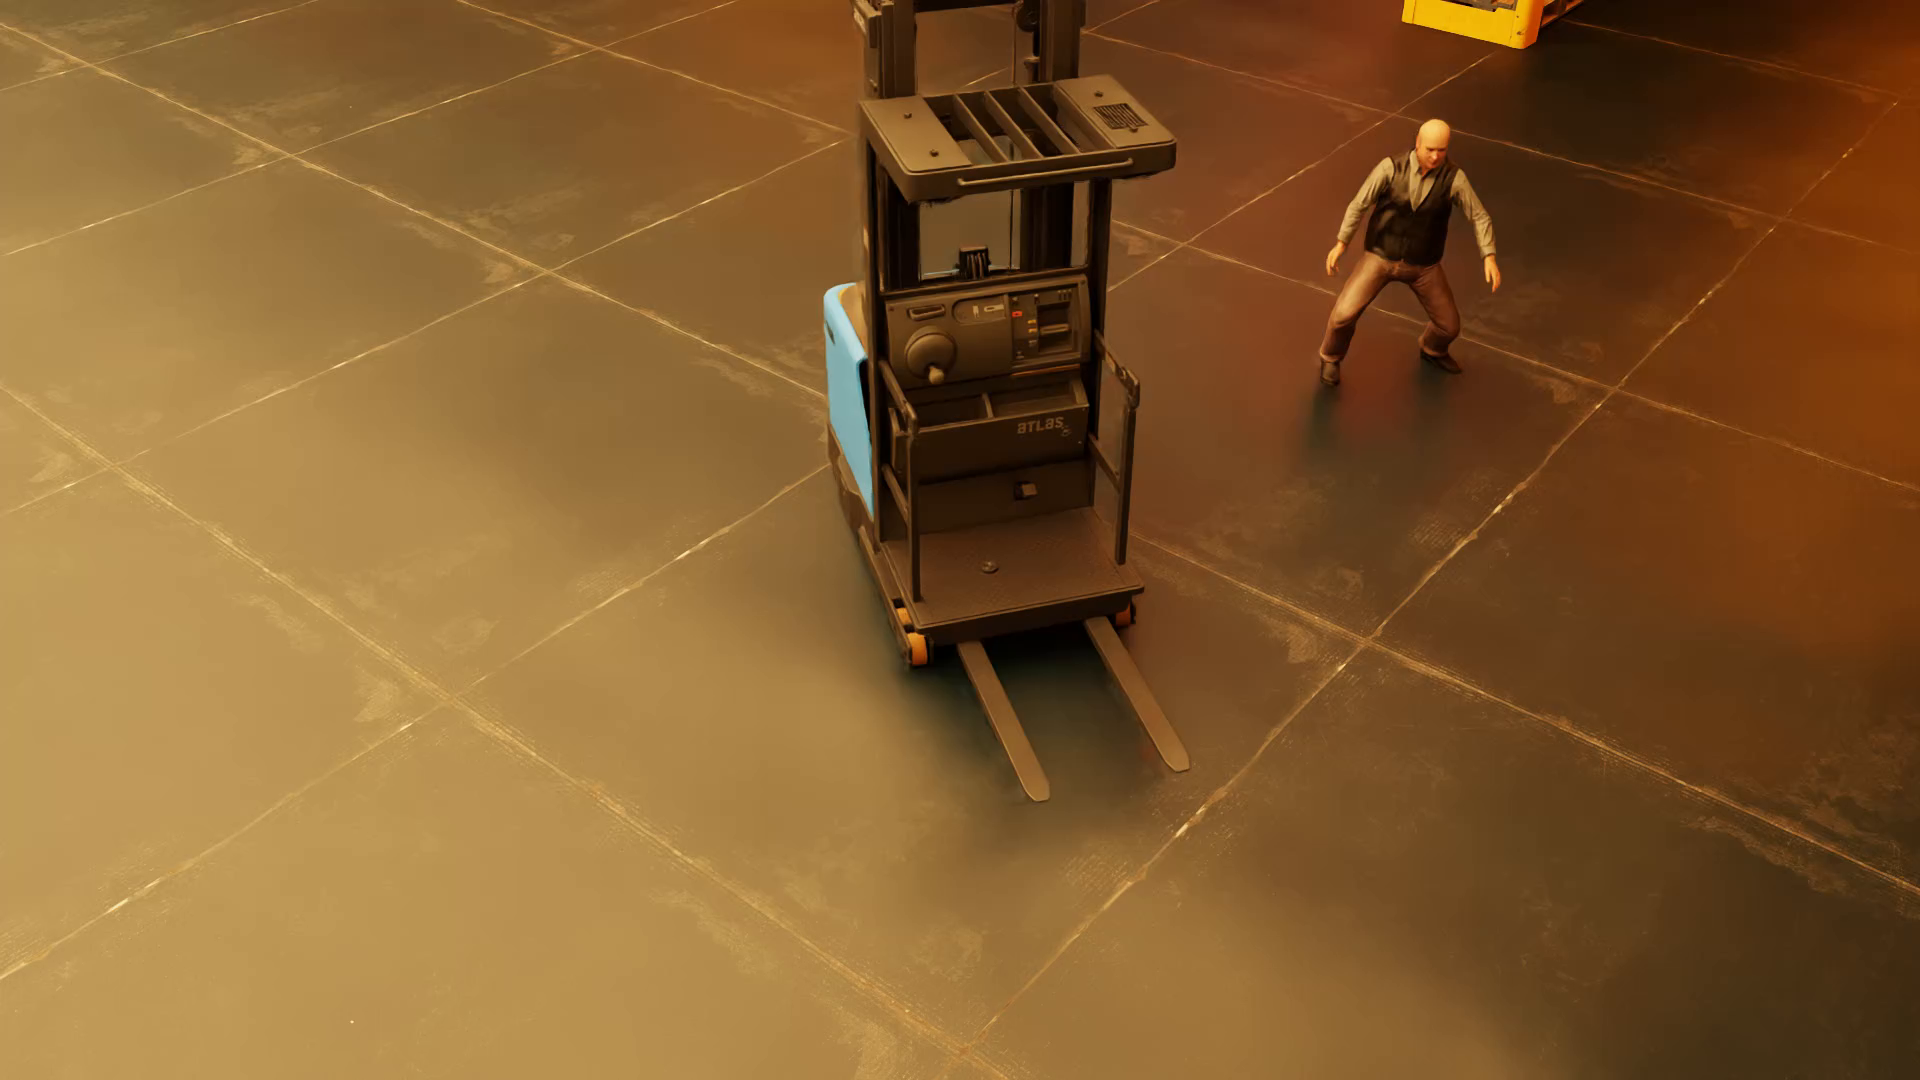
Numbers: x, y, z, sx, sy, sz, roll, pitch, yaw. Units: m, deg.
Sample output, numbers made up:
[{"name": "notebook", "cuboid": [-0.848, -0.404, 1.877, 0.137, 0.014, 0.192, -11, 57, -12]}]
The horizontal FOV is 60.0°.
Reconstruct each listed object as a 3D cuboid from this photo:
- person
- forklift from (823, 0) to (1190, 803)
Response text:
[{"name": "person", "cuboid": [2.557, -1.588, 9.379, 0.939, 1.593, 0.696, 8, 37, 10]}, {"name": "forklift", "cuboid": [0.195, -0.860, 7.200, 1.130, 2.935, 3.031, -10, 37, -13]}]
